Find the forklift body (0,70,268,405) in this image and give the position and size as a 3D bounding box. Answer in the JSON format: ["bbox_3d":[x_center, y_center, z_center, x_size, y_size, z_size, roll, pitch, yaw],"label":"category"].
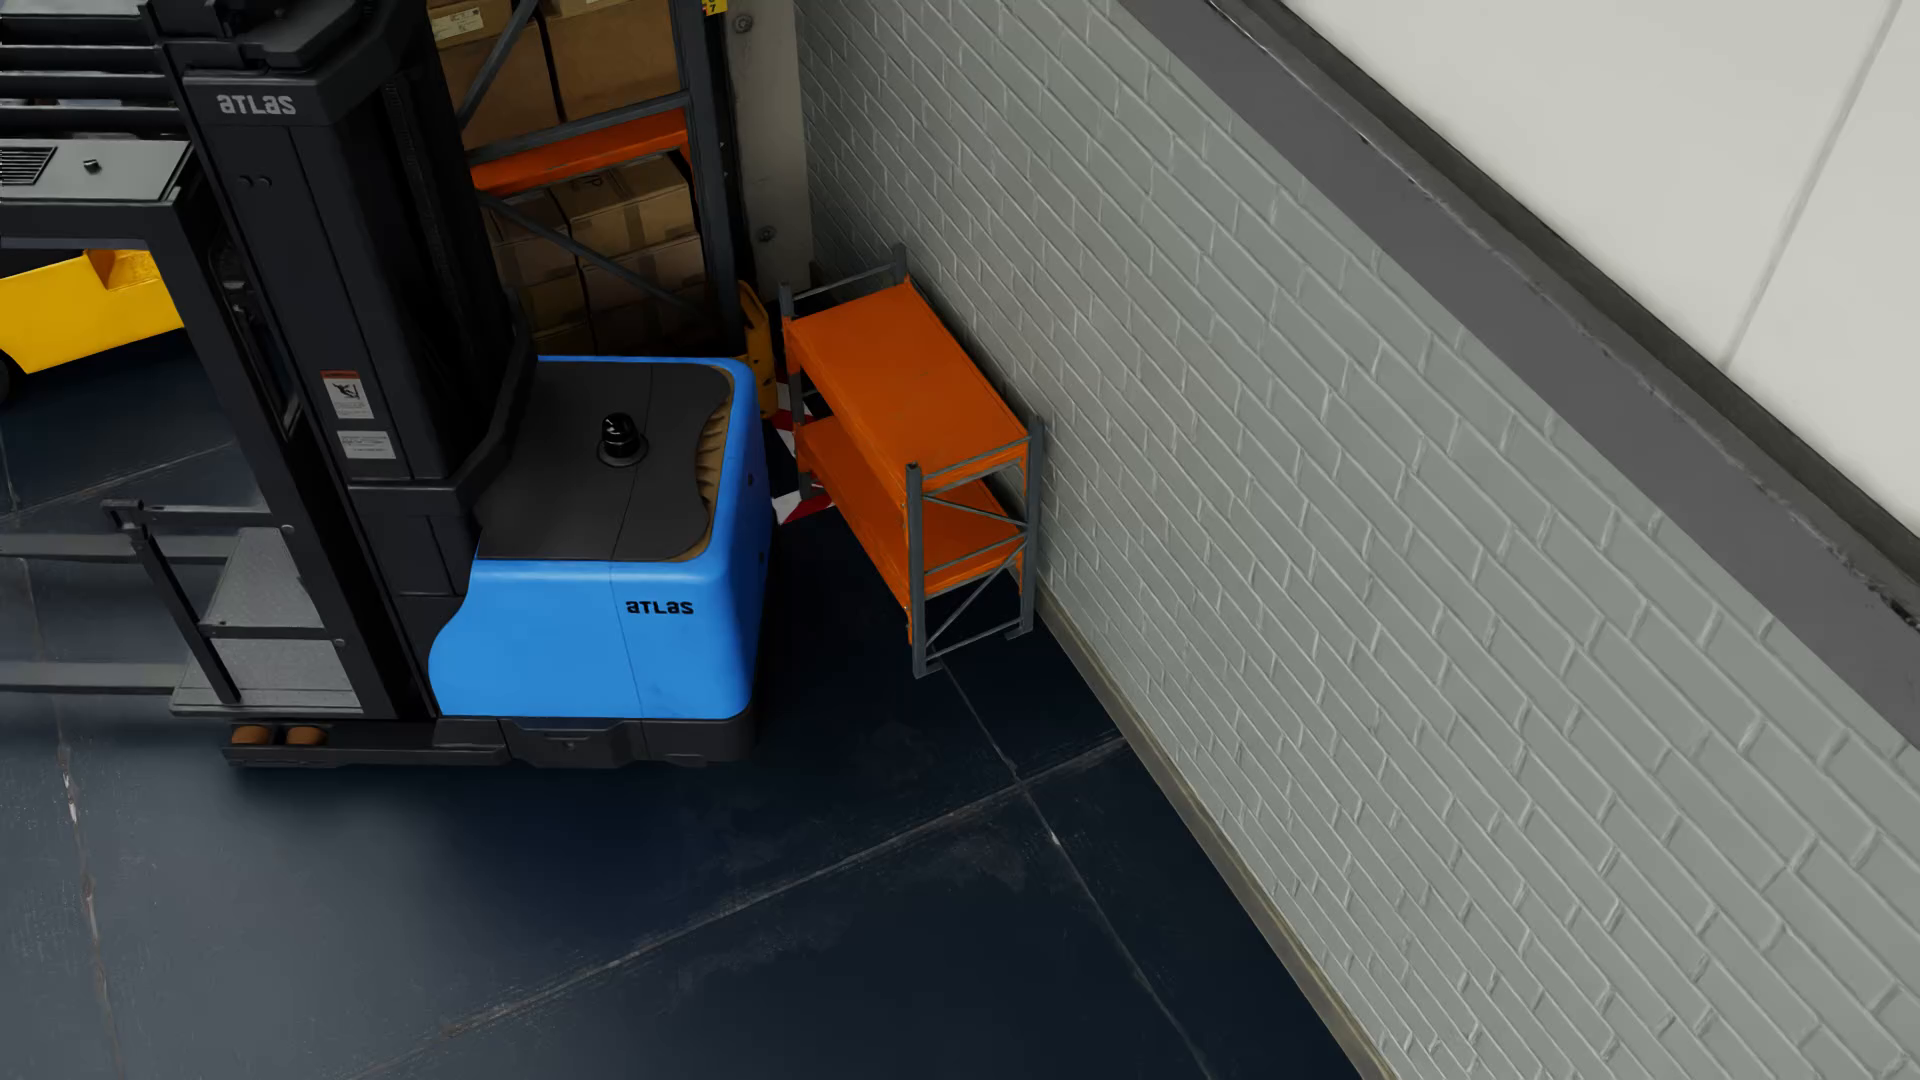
[{"bbox_3d":[-3.853,-1.825,6.810,2.313,2.155,1.214,-21,52,-18],"label":"forklift body"}]

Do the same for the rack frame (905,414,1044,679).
[{"bbox_3d":[0.051,0.050,5.851,0.500,1.125,0.032,-22,52,-18],"label":"rack frame"}]

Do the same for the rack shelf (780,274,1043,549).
[{"bbox_3d":[-0.187,-0.480,5.927,0.538,0.278,1.000,-22,52,-18],"label":"rack shelf"}]

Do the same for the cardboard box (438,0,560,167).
[{"bbox_3d":[-1.822,-1.736,6.102,0.500,0.500,0.500,-22,52,-18],"label":"cardboard box"}]

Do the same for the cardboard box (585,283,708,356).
[{"bbox_3d":[-1.414,-1.093,7.154,0.500,0.250,0.500,-21,52,-17],"label":"cardboard box"}]

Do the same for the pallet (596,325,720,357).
[{"bbox_3d":[-1.750,-1.043,7.415,1.003,0.211,1.213,-21,52,-18],"label":"pallet"}]

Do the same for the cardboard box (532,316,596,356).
[{"bbox_3d":[-1.859,-0.903,6.987,0.500,0.250,0.500,-21,52,-17],"label":"cardboard box"}]

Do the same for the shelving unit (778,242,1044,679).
[{"bbox_3d":[-0.187,-0.288,6.147,0.538,1.125,1.048,-22,52,-18],"label":"shelving unit"}]

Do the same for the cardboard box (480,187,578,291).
[{"bbox_3d":[-1.851,-1.227,6.606,0.500,0.250,0.500,-20,52,-16],"label":"cardboard box"}]

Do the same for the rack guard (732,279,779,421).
[{"bbox_3d":[-1.352,-0.625,6.857,1.175,0.500,0.348,-21,52,-18],"label":"rack guard"}]

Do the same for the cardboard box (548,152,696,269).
[{"bbox_3d":[-1.415,-1.413,6.769,0.500,0.250,0.500,-22,52,-18],"label":"cardboard box"}]

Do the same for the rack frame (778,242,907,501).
[{"bbox_3d":[-0.426,-0.626,6.442,0.500,1.125,0.032,-22,52,-18],"label":"rack frame"}]

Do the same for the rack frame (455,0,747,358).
[{"bbox_3d":[-1.363,-1.464,5.930,1.000,3.000,0.127,-21,52,-18],"label":"rack frame"}]

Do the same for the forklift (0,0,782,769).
[{"bbox_3d":[-2.217,-0.551,5.177,3.031,2.935,1.130,1,49,1],"label":"forklift"}]

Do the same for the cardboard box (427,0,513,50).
[{"bbox_3d":[-1.771,-1.846,5.767,0.380,0.149,0.250,-20,52,-17],"label":"cardboard box"}]

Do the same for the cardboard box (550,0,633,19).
[{"bbox_3d":[-1.288,-2.027,5.925,0.380,0.149,0.250,-22,53,-18],"label":"cardboard box"}]

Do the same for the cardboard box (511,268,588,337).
[{"bbox_3d":[-1.864,-1.080,6.810,0.500,0.250,0.500,-22,52,-18],"label":"cardboard box"}]

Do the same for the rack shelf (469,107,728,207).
[{"bbox_3d":[-2.278,-2.566,7.372,1.077,0.370,4.000,-21,52,-18],"label":"rack shelf"}]

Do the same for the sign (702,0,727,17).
[{"bbox_3d":[-0.867,-1.962,5.738,0.100,0.325,0.005,-21,52,-18],"label":"sign"}]

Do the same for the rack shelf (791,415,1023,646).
[{"bbox_3d":[-0.187,-0.127,6.331,0.538,0.278,1.000,-22,52,-18],"label":"rack shelf"}]

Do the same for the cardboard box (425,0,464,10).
[{"bbox_3d":[-1.714,-1.976,5.683,0.380,0.149,0.250,-21,52,-17],"label":"cardboard box"}]

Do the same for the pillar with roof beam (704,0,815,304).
[{"bbox_3d":[-4.708,-2.733,3.054,9.100,9.000,0.400,-21,52,-18],"label":"pillar with roof beam"}]

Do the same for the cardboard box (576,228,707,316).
[{"bbox_3d":[-1.394,-1.248,6.957,0.500,0.250,0.500,-20,52,-17],"label":"cardboard box"}]

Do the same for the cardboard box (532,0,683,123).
[{"bbox_3d":[-1.343,-1.924,6.266,0.500,0.500,0.500,-20,52,-16],"label":"cardboard box"}]
